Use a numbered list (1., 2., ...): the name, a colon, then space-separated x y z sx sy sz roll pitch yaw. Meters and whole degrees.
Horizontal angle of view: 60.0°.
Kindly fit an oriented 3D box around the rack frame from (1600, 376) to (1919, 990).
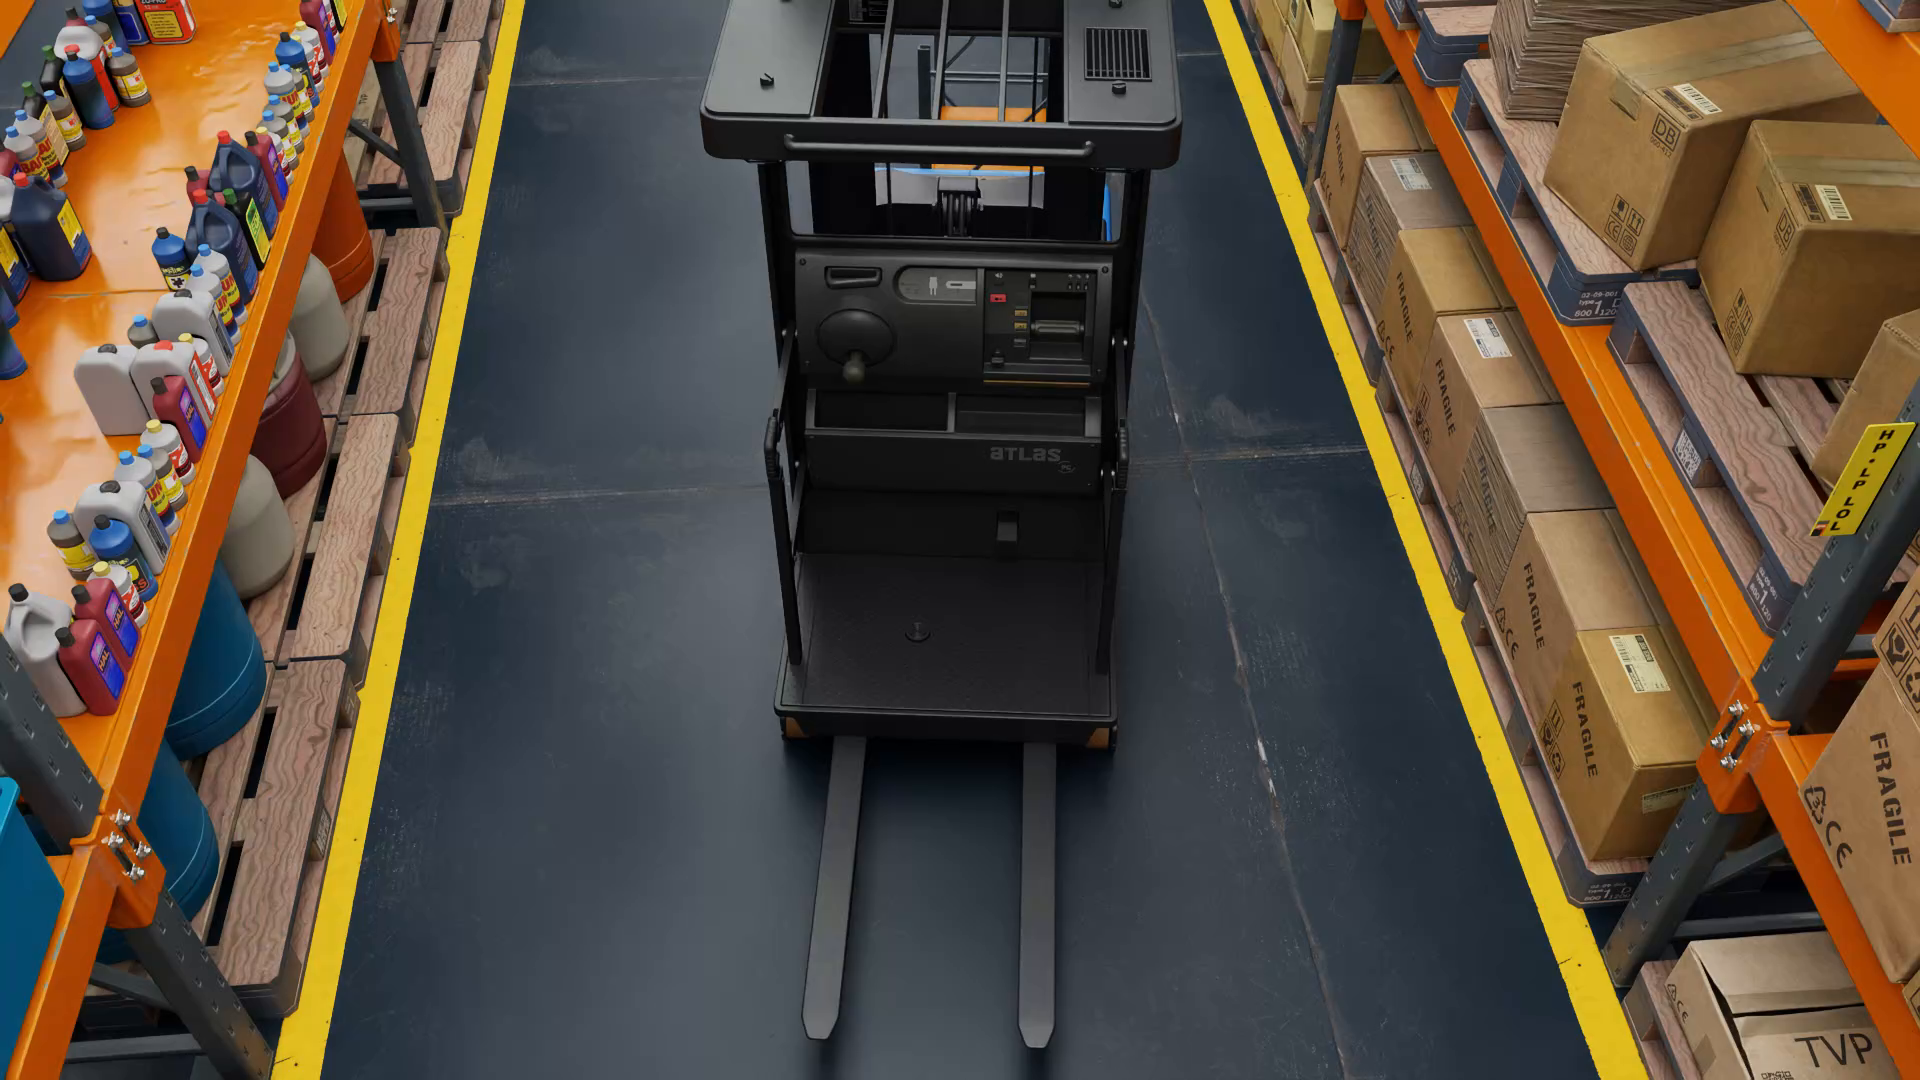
1. rack frame: 2.451 0.238 3.958 1.000 3.000 0.127 -3 47 -3

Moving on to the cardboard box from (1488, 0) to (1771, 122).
1. cardboard box: 2.167 -1.712 5.448 0.700 0.500 0.500 4 47 4

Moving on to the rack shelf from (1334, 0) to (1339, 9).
1. rack shelf: 1.949 -3.855 8.331 1.077 0.370 4.000 -3 47 -3

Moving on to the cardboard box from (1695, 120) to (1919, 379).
1. cardboard box: 2.513 -0.790 4.575 0.700 0.500 0.500 3 47 3

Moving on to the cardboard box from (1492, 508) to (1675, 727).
1. cardboard box: 2.091 0.249 5.367 0.500 0.500 0.500 -3 47 -3

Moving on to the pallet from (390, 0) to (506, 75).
1. pallet: -2.945 -2.842 8.796 1.003 0.211 1.213 -3 47 -3

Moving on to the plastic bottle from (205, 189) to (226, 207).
1. plastic bottle: -2.300 -0.990 5.202 0.061 0.283 0.133 -3 47 -3

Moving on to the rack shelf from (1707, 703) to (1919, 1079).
1. rack shelf: 2.618 1.933 2.849 1.077 0.370 4.000 -3 47 -3

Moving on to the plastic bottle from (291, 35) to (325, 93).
1. plastic bottle: -2.342 -1.700 5.931 0.097 0.201 0.097 0 47 0

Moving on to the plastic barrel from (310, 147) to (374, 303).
1. plastic barrel: -2.762 -1.403 6.718 0.600 0.830 0.708 -3 47 -3

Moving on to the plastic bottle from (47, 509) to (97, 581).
1. plastic bottle: -2.298 0.003 4.318 0.097 0.201 0.097 0 47 0

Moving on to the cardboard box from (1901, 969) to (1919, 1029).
1. cardboard box: 2.268 0.960 3.206 0.500 0.500 0.500 -3 47 -3

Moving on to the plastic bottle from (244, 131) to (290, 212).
1. plastic bottle: -2.266 -1.223 5.423 0.061 0.283 0.133 -3 47 -3

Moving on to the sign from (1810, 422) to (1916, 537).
1. sign: 1.898 -0.123 3.503 0.100 0.325 0.005 -3 47 -3

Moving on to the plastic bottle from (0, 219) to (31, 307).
1. plastic bottle: -2.981 -0.888 5.059 0.144 0.351 0.185 -3 47 -3

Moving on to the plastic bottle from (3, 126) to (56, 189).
1. plastic bottle: -3.046 -1.226 5.434 0.097 0.271 0.097 0 47 0

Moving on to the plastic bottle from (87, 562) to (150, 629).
1. plastic bottle: -2.130 0.135 4.193 0.097 0.201 0.097 0 47 0

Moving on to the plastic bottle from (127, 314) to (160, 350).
1. plastic bottle: -2.364 -0.570 4.860 0.097 0.201 0.097 0 47 0

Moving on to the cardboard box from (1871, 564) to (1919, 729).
1. cardboard box: 2.210 0.218 3.220 0.500 0.500 0.500 -2 47 -2

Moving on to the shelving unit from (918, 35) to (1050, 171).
1. shelving unit: 0.122 -1.568 6.702 0.587 1.500 1.083 2 47 2

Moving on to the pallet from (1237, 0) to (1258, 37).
1. pallet: 1.987 -3.175 9.112 1.003 0.211 1.213 -3 47 -3

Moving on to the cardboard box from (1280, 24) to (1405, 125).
1. cardboard box: 1.829 -2.220 7.891 0.500 0.250 0.500 -2 47 -2

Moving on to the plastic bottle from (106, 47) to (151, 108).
1. plastic bottle: -2.945 -1.643 5.876 0.097 0.201 0.097 0 47 0

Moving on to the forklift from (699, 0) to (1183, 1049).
1. forklift: -0.027 -0.554 4.756 1.130 2.935 3.031 2 47 2

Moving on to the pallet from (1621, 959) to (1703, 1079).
1. pallet: 2.507 1.694 4.500 1.003 0.211 1.213 -3 47 -3

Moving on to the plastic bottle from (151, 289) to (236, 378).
1. plastic bottle: -2.241 -0.616 4.853 0.152 0.276 0.135 -3 47 -3

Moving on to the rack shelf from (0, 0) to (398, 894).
1. rack shelf: -2.653 -0.663 5.307 1.077 0.370 4.000 -3 47 -3

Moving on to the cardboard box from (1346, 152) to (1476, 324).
1. cardboard box: 1.919 -1.222 6.760 0.500 0.500 0.500 -5 47 -5

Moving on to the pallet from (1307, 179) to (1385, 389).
1. pallet: 2.141 -1.154 7.198 1.003 0.211 1.213 -3 47 -3

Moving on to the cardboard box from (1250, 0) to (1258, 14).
1. cardboard box: 1.743 -2.957 8.589 0.500 0.250 0.500 -3 47 -2

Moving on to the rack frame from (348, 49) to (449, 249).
1. rack frame: -2.820 -2.357 6.417 1.000 3.000 0.127 -3 47 -3

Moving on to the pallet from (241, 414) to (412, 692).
1. pallet: -2.614 0.050 6.057 1.003 0.211 1.213 -3 47 -3

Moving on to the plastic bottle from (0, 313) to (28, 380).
1. plastic bottle: -2.821 -0.600 4.841 0.097 0.271 0.097 0 47 0

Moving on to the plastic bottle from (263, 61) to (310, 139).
1. plastic bottle: -2.318 -1.513 5.706 0.097 0.271 0.097 0 47 0

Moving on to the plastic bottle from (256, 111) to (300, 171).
1. plastic bottle: -2.302 -1.348 5.598 0.097 0.201 0.097 0 47 0

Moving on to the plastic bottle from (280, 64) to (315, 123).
1. plastic bottle: -2.326 -1.559 5.798 0.097 0.201 0.097 0 47 0

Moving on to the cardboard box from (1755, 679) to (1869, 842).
1. cardboard box: 2.653 0.582 5.052 0.500 0.500 0.500 -5 47 -5

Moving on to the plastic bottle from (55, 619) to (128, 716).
1. plastic bottle: -2.091 0.286 3.994 0.061 0.283 0.133 -3 47 -3

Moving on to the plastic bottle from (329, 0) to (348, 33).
1. plastic bottle: -2.361 -2.050 6.206 0.061 0.283 0.133 -3 47 -3

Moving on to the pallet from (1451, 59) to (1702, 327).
1. pallet: 2.283 -1.183 5.437 1.003 0.211 1.213 -3 47 -3

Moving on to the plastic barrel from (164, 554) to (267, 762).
1. plastic barrel: -2.573 0.207 5.144 0.600 0.901 0.708 -3 47 -3

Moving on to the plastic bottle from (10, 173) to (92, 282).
1. plastic bottle: -2.840 -0.995 5.160 0.144 0.351 0.185 -3 47 -3

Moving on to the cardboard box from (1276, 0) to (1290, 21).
1. cardboard box: 1.777 -2.787 8.042 0.500 0.311 0.500 -4 47 -4

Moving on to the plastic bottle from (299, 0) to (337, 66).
1. plastic bottle: -2.342 -1.883 6.048 0.061 0.283 0.133 -3 47 -3

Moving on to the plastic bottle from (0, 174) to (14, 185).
1. plastic bottle: -3.027 -1.059 5.276 0.097 0.271 0.097 0 47 0

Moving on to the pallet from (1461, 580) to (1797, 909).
1. pallet: 2.345 0.611 5.526 1.003 0.211 1.213 -3 47 -3

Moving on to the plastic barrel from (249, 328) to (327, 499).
1. plastic barrel: -2.668 -0.502 6.032 0.600 0.588 0.708 -3 47 -3

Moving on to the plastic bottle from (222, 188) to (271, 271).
1. plastic bottle: -2.239 -0.993 5.205 0.061 0.283 0.133 -3 47 -3

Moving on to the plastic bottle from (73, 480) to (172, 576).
1. plastic bottle: -2.175 -0.043 4.311 0.152 0.276 0.135 -3 47 -3

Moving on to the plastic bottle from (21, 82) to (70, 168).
1. plastic bottle: -3.082 -1.383 5.574 0.061 0.283 0.133 -3 47 -3

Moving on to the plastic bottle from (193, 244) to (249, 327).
1. plastic bottle: -2.232 -0.771 5.003 0.097 0.271 0.097 0 47 0

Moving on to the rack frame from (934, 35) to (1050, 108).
1. rack frame: 0.143 -1.944 7.058 0.500 1.500 0.032 2 47 2

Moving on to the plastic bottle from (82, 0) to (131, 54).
1. plastic bottle: -3.124 -1.895 6.067 0.097 0.271 0.097 0 47 0

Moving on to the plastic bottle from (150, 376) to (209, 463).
1. plastic bottle: -2.165 -0.357 4.602 0.061 0.283 0.133 -3 47 -3

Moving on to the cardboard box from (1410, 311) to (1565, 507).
1. cardboard box: 2.005 -0.482 6.059 0.500 0.500 0.500 -5 47 -5

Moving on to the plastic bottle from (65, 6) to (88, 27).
1. plastic bottle: -3.124 -1.744 5.916 0.061 0.283 0.133 -3 47 -3

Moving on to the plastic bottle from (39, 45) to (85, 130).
1. plastic bottle: -3.102 -1.550 5.732 0.061 0.283 0.133 -3 47 -3

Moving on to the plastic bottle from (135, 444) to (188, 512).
1. plastic bottle: -2.166 -0.174 4.485 0.097 0.201 0.097 0 47 0
